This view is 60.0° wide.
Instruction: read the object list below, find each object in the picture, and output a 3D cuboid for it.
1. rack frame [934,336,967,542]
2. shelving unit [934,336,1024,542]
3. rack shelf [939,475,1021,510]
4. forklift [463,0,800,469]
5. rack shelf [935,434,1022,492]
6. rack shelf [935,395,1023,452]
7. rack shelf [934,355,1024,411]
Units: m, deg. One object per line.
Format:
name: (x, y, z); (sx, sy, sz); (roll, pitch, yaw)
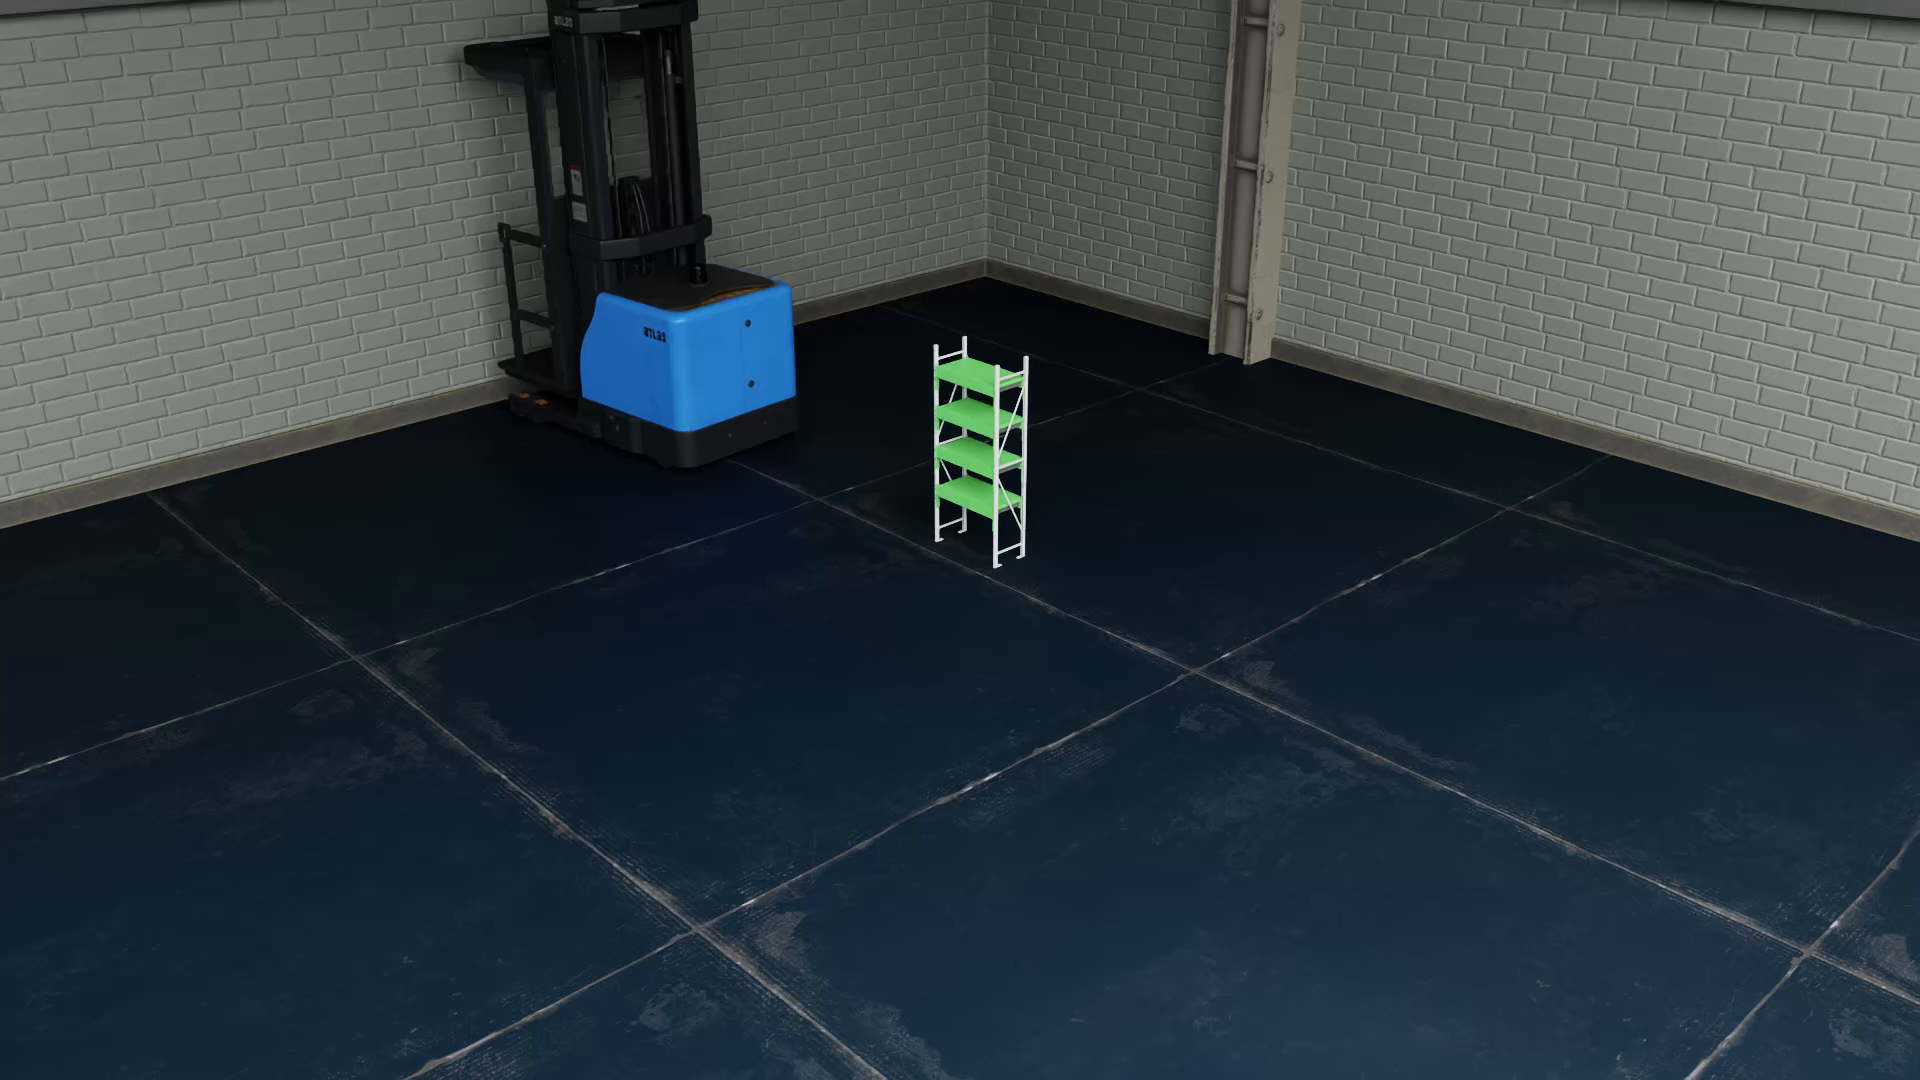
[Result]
rack frame: (-0.054, -0.570, 9.553); (0.240, 1.200, 0.015); (-21, 32, -38)
shelving unit: (0.109, -0.497, 9.395); (0.258, 1.200, 0.492); (-21, 32, -38)
rack shelf: (0.113, -0.268, 9.495); (0.221, 0.021, 0.457); (-21, 32, -38)
forklift: (-2.516, -2.286, 11.230); (3.031, 2.935, 1.130); (20, 31, 37)
rack shelf: (0.113, -0.438, 9.418); (0.258, 0.148, 0.480); (-21, 32, -38)
rack shelf: (0.113, -0.656, 9.318); (0.258, 0.148, 0.480); (-21, 32, -38)
rack shelf: (0.113, -0.874, 9.218); (0.258, 0.148, 0.480); (-21, 32, -38)
